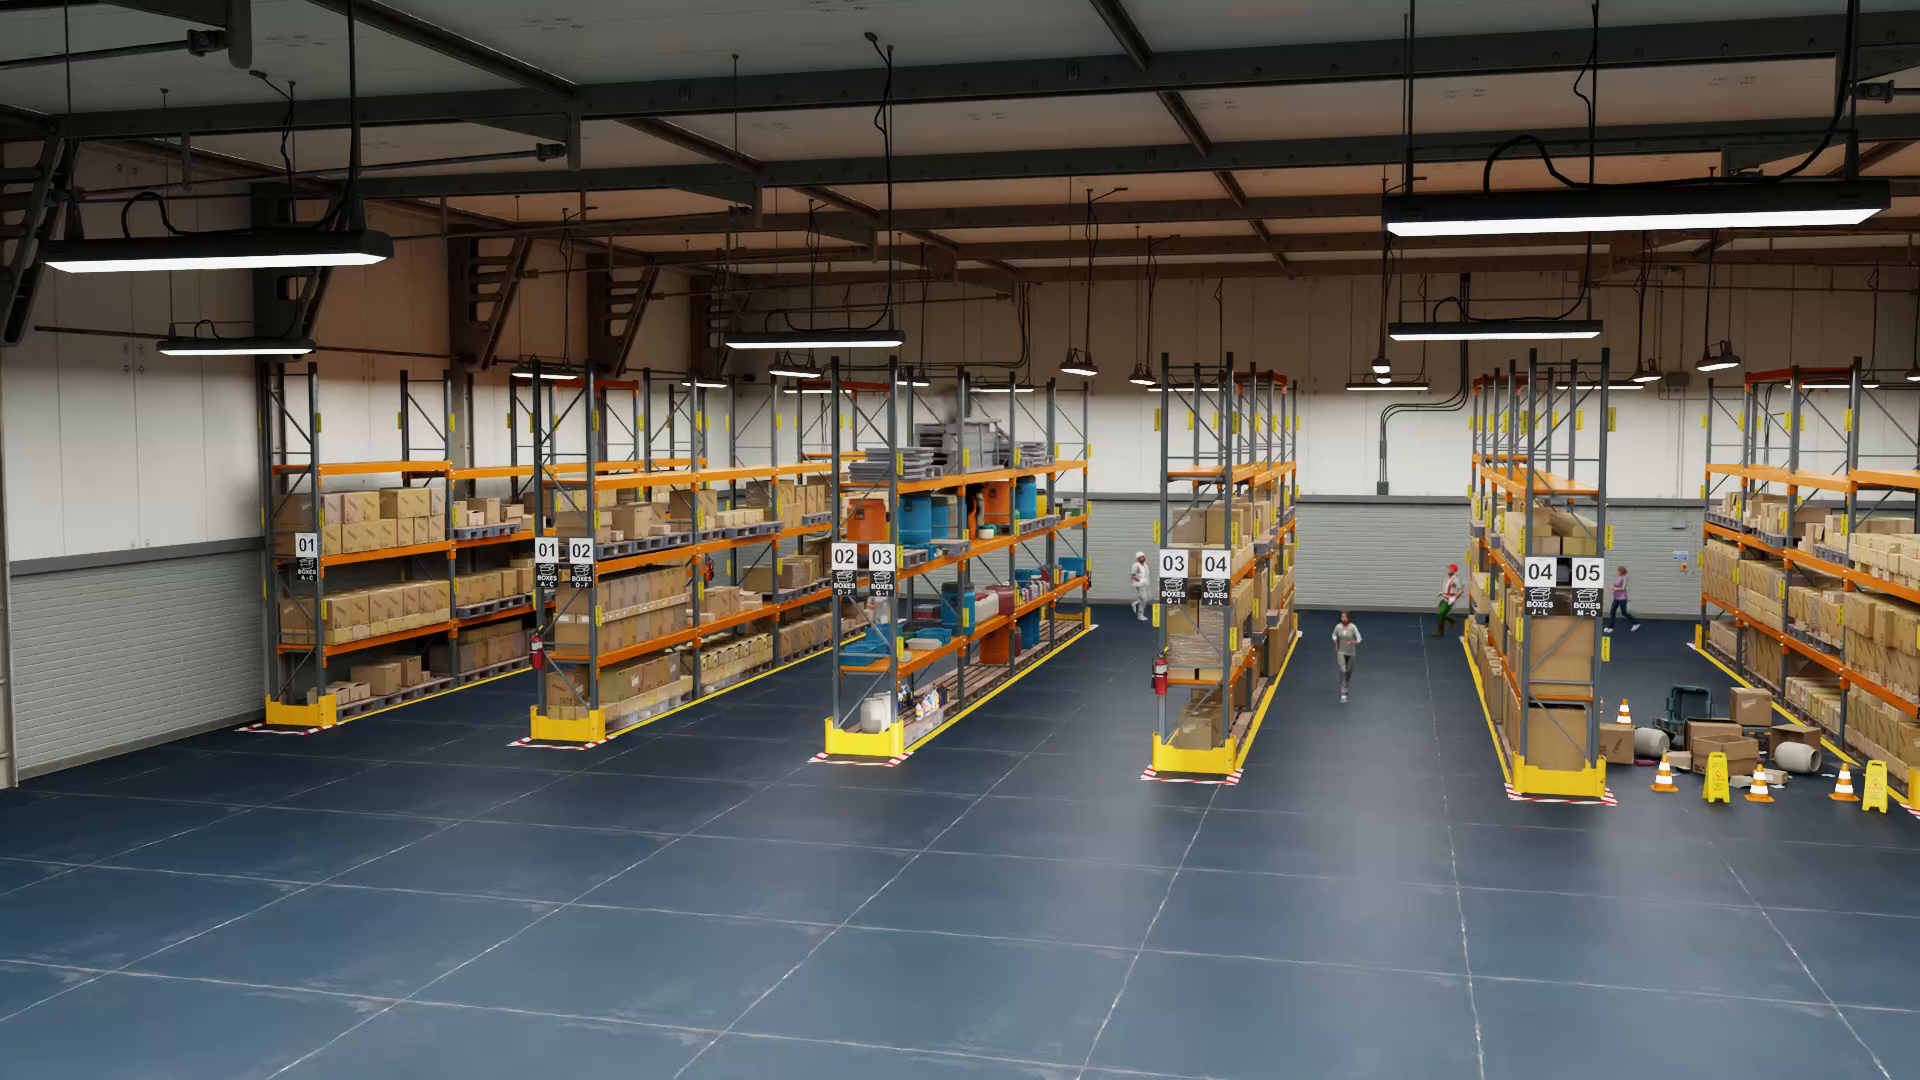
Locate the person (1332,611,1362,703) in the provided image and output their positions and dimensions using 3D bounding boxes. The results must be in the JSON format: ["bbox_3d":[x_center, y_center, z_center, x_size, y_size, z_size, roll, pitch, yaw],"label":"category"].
[{"bbox_3d":[6.999,2.097,30.108,0.524,1.588,0.820,1,4,13],"label":"person"}]

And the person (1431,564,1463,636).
[{"bbox_3d":[11.464,1.408,38.894,0.694,1.715,0.704,-1,4,-15],"label":"person"}]

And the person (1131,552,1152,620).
[{"bbox_3d":[4.586,1.167,42.293,0.602,1.737,0.686,3,5,35],"label":"person"}]

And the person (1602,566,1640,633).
[{"bbox_3d":[15.662,1.412,39.395,0.891,1.588,0.535,0,4,-3],"label":"person"}]

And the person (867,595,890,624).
[{"bbox_3d":[-1.676,1.674,35.561,0.586,1.700,0.836,0,4,4],"label":"person"}]
